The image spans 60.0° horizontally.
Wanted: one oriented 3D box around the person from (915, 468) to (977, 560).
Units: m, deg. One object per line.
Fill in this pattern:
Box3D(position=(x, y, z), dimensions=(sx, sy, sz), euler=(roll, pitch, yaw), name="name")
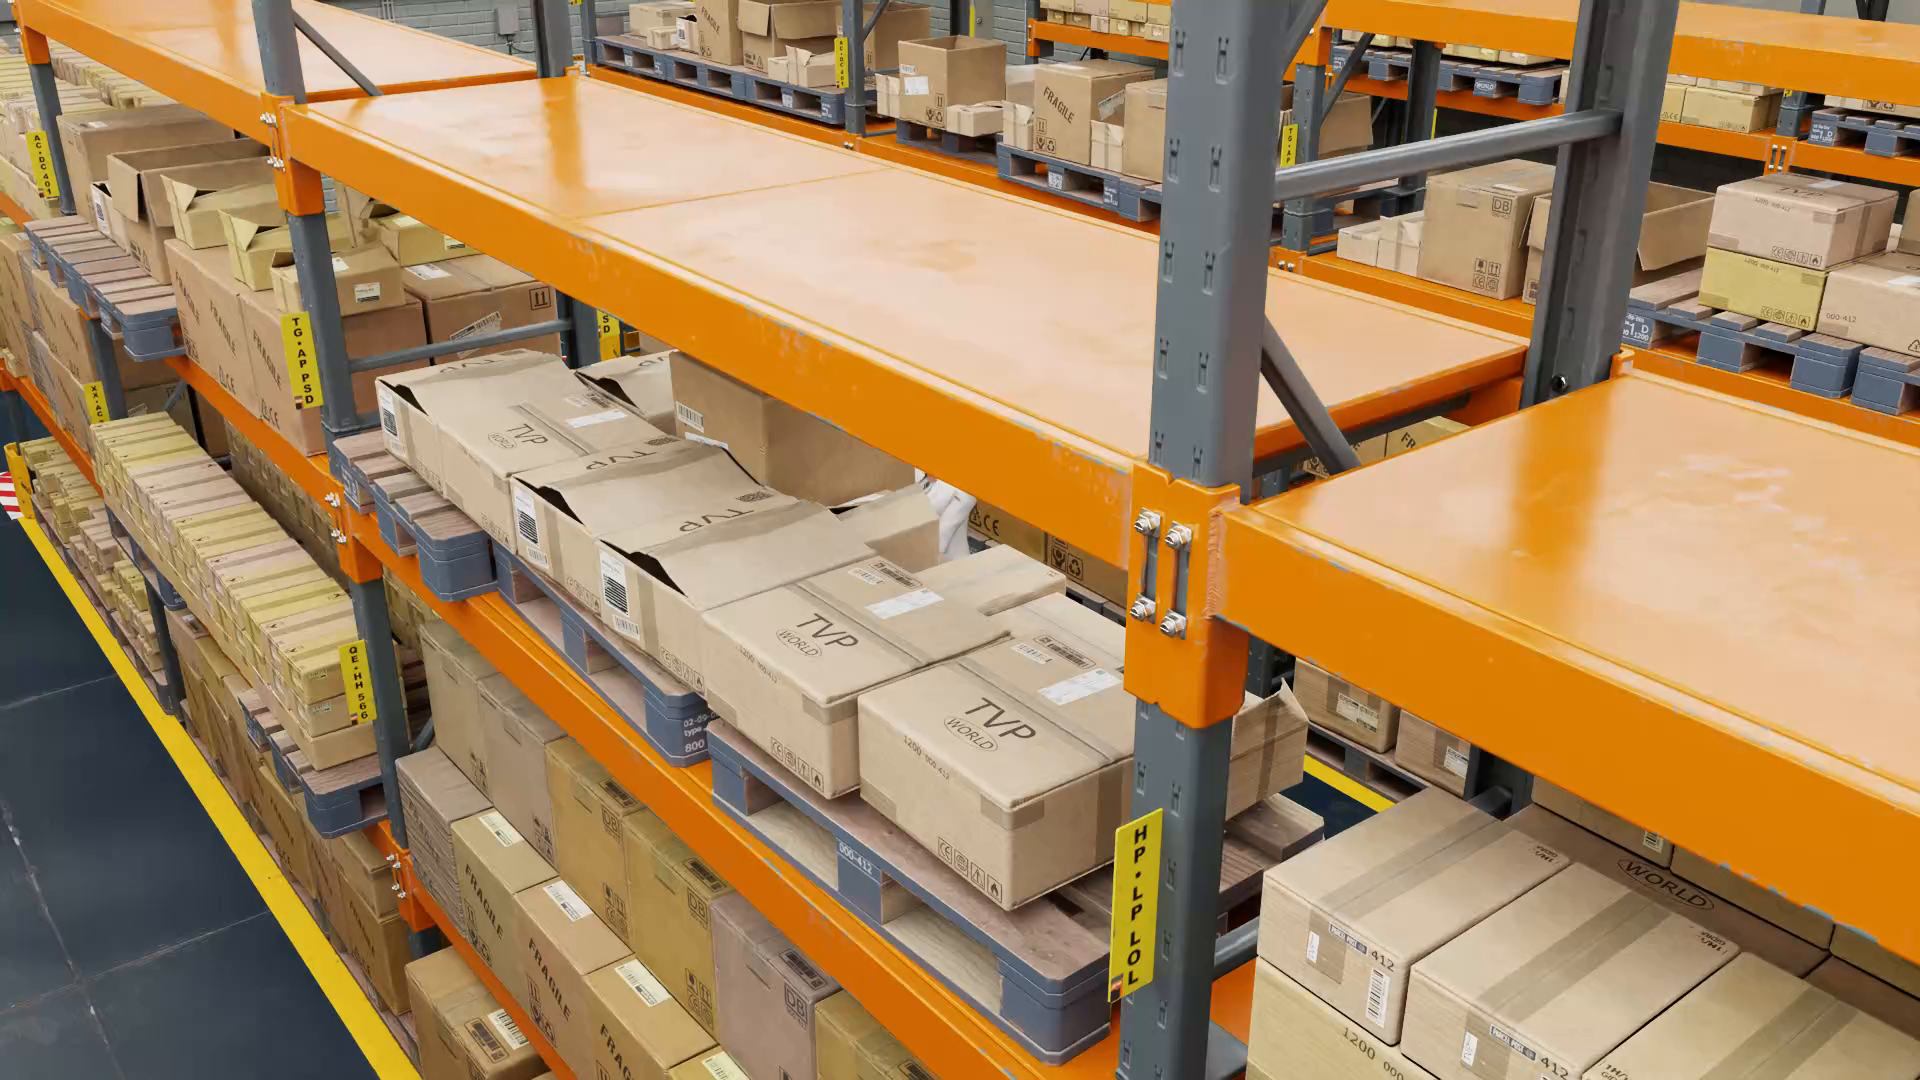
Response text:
Box3D(position=(-0.207, 0.202, 9.520), dimensions=(0.556, 1.780, 0.522), euler=(-18, 30, -35), name="person")
